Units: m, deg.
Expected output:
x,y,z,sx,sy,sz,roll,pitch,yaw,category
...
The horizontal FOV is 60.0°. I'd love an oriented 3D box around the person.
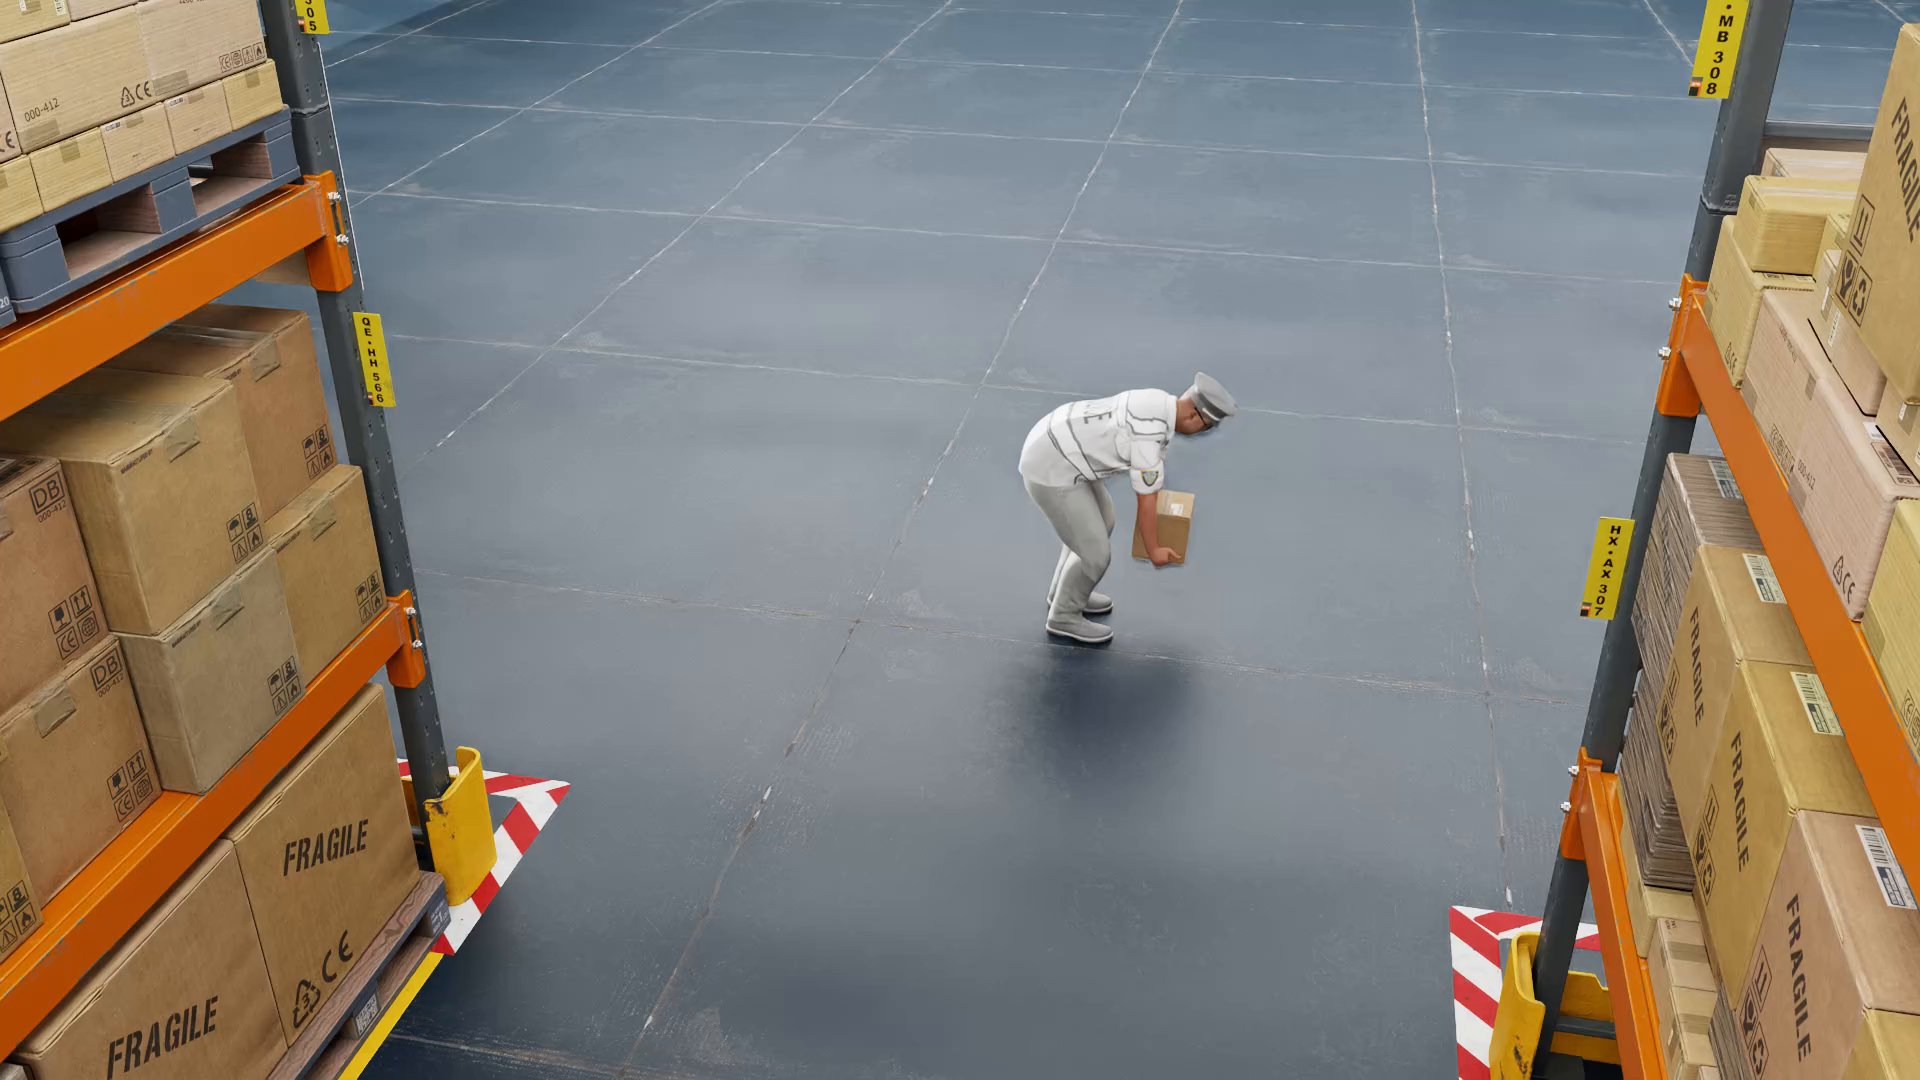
x,y,z,sx,sy,sz,roll,pitch,yaw,category
0.771,-0.170,7.862,0.987,1.341,0.487,5,29,9,person
